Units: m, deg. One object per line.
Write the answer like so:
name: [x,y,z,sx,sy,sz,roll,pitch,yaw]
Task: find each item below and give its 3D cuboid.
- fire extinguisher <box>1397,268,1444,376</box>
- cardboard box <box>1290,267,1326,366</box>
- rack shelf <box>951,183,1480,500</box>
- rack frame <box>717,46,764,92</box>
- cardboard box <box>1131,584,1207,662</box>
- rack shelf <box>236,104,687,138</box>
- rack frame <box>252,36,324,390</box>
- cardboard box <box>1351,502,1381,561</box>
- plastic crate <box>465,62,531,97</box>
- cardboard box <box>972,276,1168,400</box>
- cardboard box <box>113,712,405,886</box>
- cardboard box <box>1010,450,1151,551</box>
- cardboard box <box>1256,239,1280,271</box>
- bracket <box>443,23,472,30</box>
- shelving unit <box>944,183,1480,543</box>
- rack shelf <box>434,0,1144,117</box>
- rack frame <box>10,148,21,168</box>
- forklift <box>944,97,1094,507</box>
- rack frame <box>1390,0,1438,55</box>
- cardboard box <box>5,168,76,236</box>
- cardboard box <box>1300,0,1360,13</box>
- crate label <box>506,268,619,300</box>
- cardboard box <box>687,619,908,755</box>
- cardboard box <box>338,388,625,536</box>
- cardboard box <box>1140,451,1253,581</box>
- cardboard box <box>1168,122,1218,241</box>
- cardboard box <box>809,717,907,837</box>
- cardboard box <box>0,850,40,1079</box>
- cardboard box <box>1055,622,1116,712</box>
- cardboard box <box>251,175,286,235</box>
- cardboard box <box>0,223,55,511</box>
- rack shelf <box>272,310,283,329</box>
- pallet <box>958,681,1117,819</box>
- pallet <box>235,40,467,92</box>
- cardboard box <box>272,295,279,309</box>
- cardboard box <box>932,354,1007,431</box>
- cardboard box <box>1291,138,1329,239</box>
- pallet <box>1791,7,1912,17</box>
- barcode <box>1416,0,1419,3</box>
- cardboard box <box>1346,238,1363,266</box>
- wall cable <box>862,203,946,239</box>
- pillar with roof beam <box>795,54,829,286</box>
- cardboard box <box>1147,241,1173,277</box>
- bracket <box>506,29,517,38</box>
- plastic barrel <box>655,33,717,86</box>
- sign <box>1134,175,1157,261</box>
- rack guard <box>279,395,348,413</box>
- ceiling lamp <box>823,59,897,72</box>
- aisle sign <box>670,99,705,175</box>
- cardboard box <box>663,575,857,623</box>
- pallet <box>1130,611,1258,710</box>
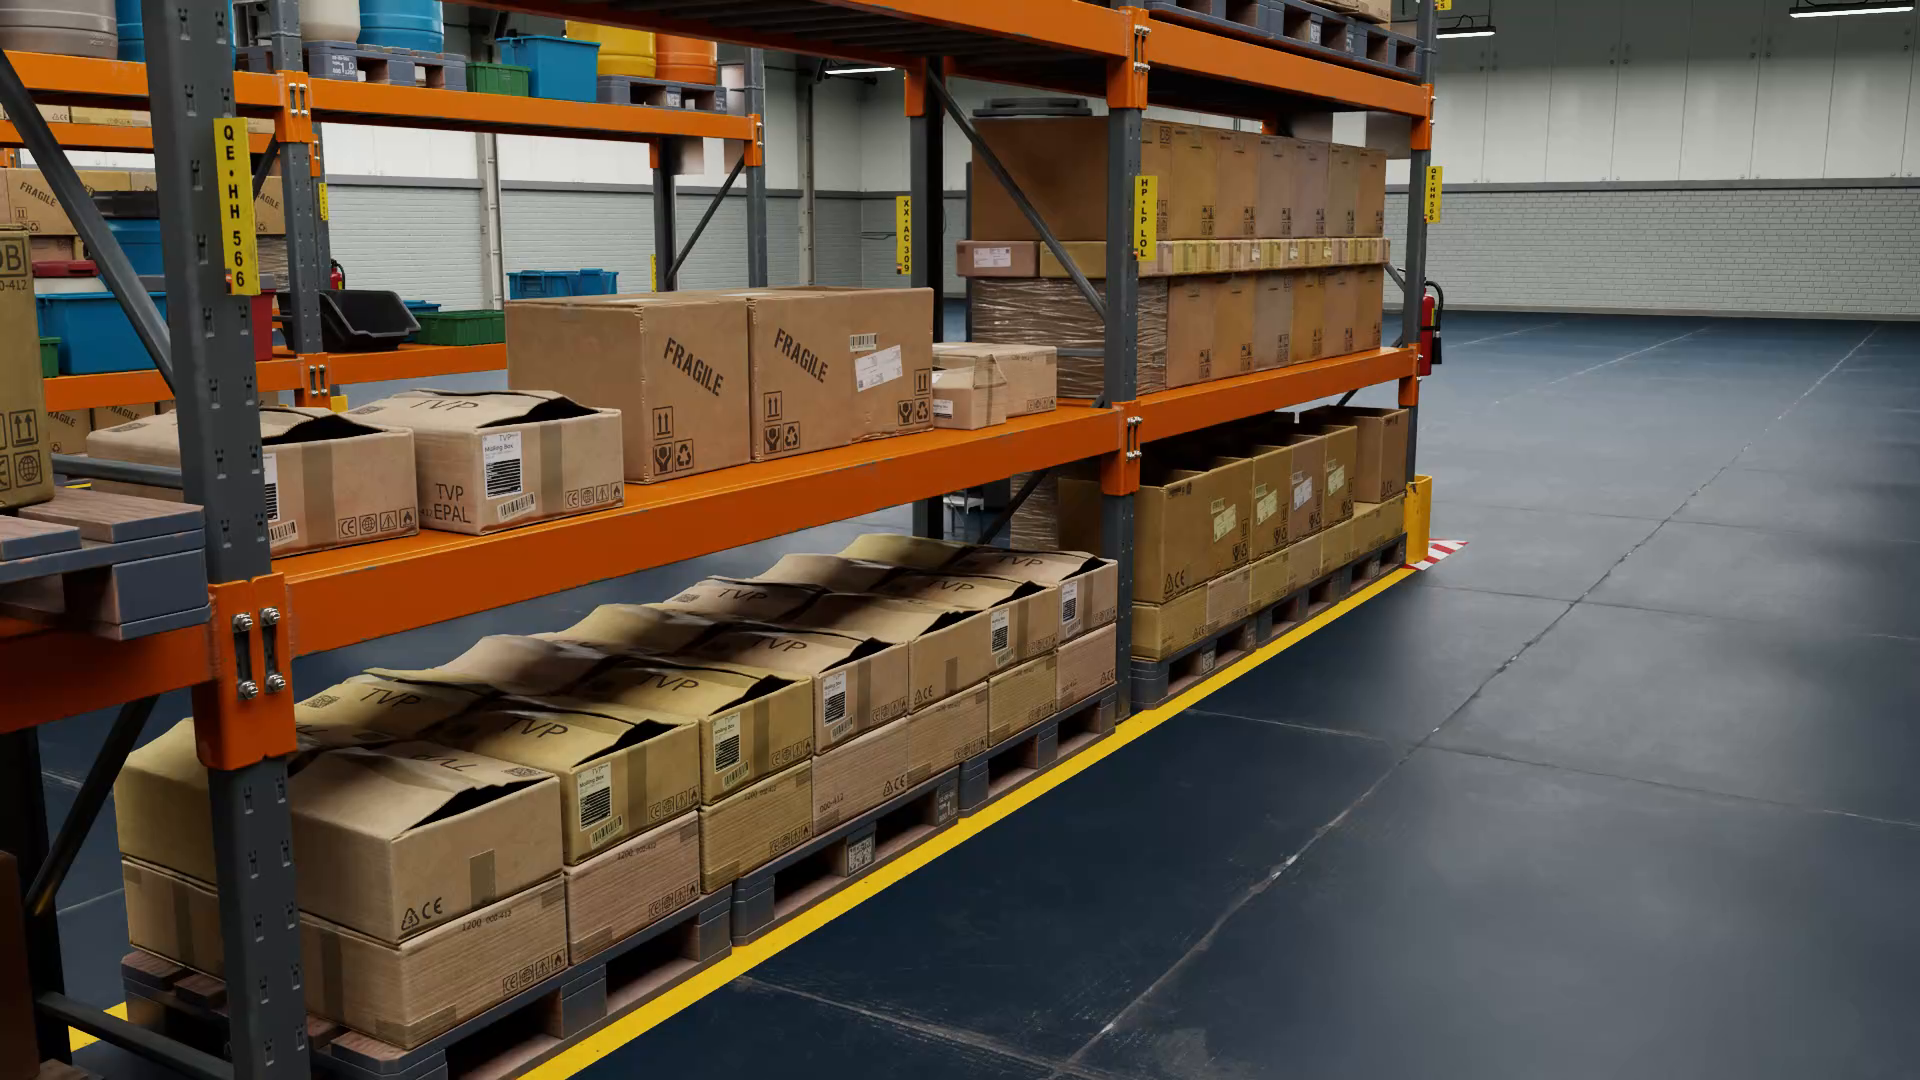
fire extinguisher: [2.785,-1.338,10.076,0.296,0.674,0.183,6,12,31]
cardboard box: [1.542,-1.218,8.954,0.700,0.500,0.500,6,12,31]
rack shelf: [3.864,-4.651,27.291,11.303,3.100,33.284,6,12,31]
rack frame: [-1.905,-4.825,12.185,1.000,3.000,0.127,6,12,31]
cardboard box: [0.750,0.328,7.295,0.500,0.250,0.500,6,12,31]
rack shelf: [-2.943,-2.778,10.829,0.919,0.124,3.809,6,12,31]
rack frame: [-3.981,-1.247,9.377,1.000,3.000,0.127,6,12,31]
cardboard box: [2.052,-0.065,9.393,0.500,0.250,0.500,6,12,31]
plastic crate: [-2.929,-2.839,10.307,0.336,0.188,0.450,6,12,31]
cardboard box: [0.475,-0.893,7.213,0.700,0.500,0.500,6,12,29]
cardboard box: [-1.765,0.620,4.214,0.500,0.311,0.500,7,13,32]
cardboard box: [0.574,-0.168,7.907,0.500,0.500,0.500,6,12,31]
cardboard box: [1.356,-1.409,8.207,0.380,0.149,0.250,6,12,30]
bracket: [-11.888,-10.791,34.271,0.076,0.066,4.783,6,12,31]
shelving unit: [3.863,-4.651,27.289,11.303,3.100,33.289,6,12,31]
rack shelf: [-0.788,-1.579,4.956,1.077,0.370,4.000,6,12,31]
rack frame: [-10.324,-2.839,17.881,1.000,3.000,0.127,6,12,31]
forklift: [0.629,-1.875,12.921,1.130,2.935,3.031,2,11,9]
rack frame: [2.327,-4.351,9.654,1.000,3.000,0.127,6,12,31]
cardboard box: [-7.245,-2.611,12.865,0.500,0.500,0.500,6,12,31]
cardboard box: [1.666,-2.814,8.318,0.500,0.311,0.500,8,13,37]
crate label: [-2.629,-1.578,11.050,0.502,0.435,0.616,6,12,31]
cardboard box: [-0.505,0.427,5.244,0.500,0.311,0.500,6,12,30]
cardboard box: [-1.197,-0.222,4.146,0.500,0.311,0.500,6,12,30]
cardboard box: [1.011,-0.119,7.645,0.500,0.500,0.500,6,12,31]
cardboard box: [0.736,-1.610,7.519,0.700,0.500,0.500,6,12,31]
cardboard box: [-0.512,0.705,5.283,0.500,0.250,0.500,7,13,32]
cardboard box: [-2.307,0.913,3.439,0.500,0.500,0.500,7,13,33]
cardboard box: [0.283,0.465,6.564,0.500,0.250,0.500,6,12,30]
cardboard box: [-6.212,-2.926,14.548,0.500,0.500,0.500,6,12,31]
cardboard box: [-2.057,-0.290,2.851,0.700,0.500,0.500,2,11,12]
rack shelf: [-7.176,-1.681,13.651,1.077,0.370,4.000,6,12,31]
pallet: [-0.099,0.717,6.464,1.003,0.211,1.213,6,12,31]
pallet: [-3.690,-2.751,9.774,1.213,0.211,1.003,6,12,31]
cardboard box: [-6.240,-2.122,14.733,0.380,0.149,0.250,6,12,31]
cardboard box: [-0.049,-0.551,6.026,0.396,0.266,0.258,6,12,29]
cardboard box: [1.517,-1.846,8.779,0.700,0.500,0.500,6,12,31]
pallet: [-0.691,-6.587,22.501,22.355,3.067,31.458,6,12,31]
barcode: [2.583,-3.068,9.377,0.001,0.075,0.075,6,12,31]
cardboard box: [2.024,-1.610,9.284,0.380,0.149,0.250,6,12,30]
wall cable: [-1.748,-10.224,49.463,3.097,2.526,0.112,6,12,31]
pillar with roof beam: [-0.729,-11.002,45.180,9.100,9.000,0.548,6,12,31]
cardboard box: [0.685,-1.204,7.115,0.380,0.149,0.250,7,12,32]
bracket: [-10.119,-11.326,37.132,0.235,0.232,0.430,6,12,31]
plastic barrel: [-2.048,-3.679,11.910,0.600,0.830,0.708,6,12,31]
sign: [0.719,-1.253,6.478,0.100,0.325,0.005,6,12,31]
rack guard: [-6.177,-1.108,15.431,1.175,0.500,0.348,6,12,31]
ceiling lamp: [-2.355,-13.241,41.166,2.000,3.144,0.800,6,12,31]
aisle sign: [-2.118,-3.193,12.708,0.394,0.787,0.004,6,12,31]
cardboard box: [-1.761,0.006,8.142,4.512,0.551,3.341,6,12,29]
pallet: [0.699,0.477,7.749,1.003,0.211,1.213,6,12,31]
